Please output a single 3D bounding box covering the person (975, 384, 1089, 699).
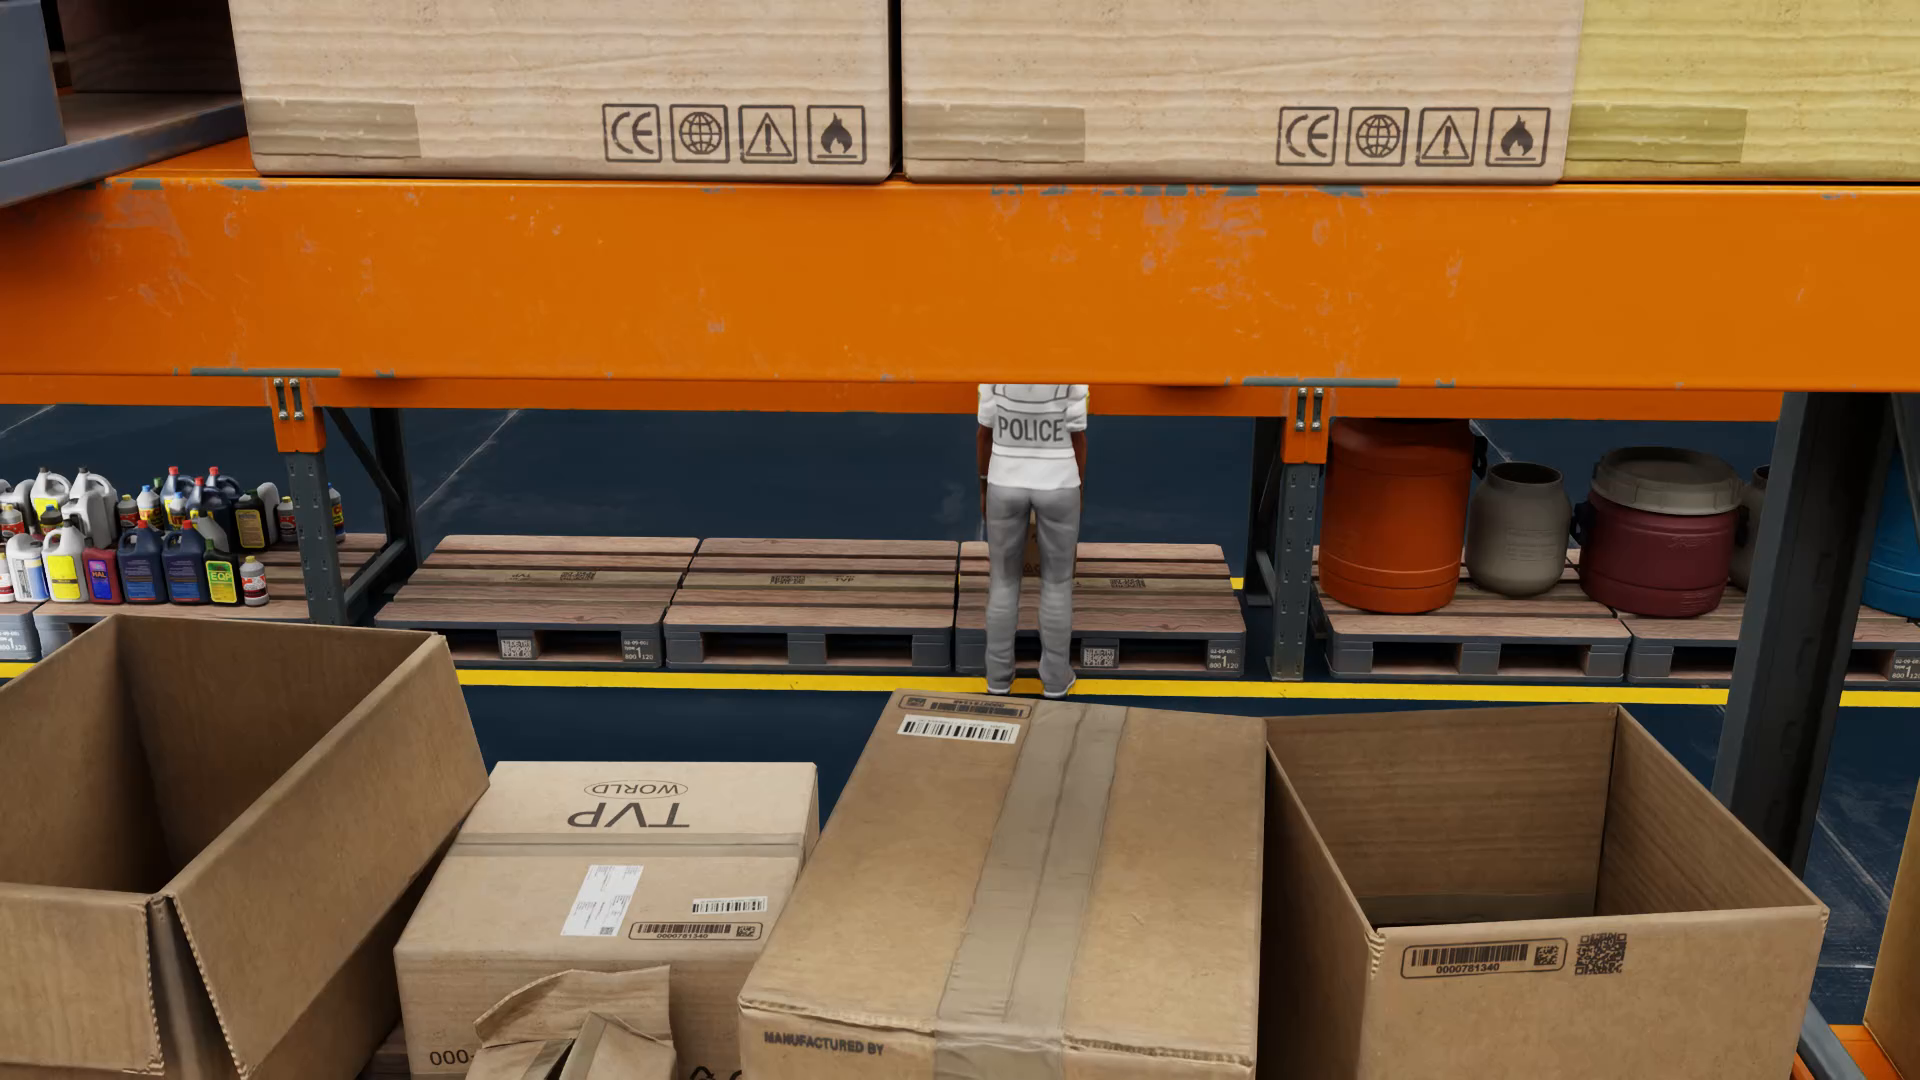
[{"bbox_3d":[0.279,-0.193,6.529,0.440,1.687,0.342,3,21,7],"label":"person"}]
